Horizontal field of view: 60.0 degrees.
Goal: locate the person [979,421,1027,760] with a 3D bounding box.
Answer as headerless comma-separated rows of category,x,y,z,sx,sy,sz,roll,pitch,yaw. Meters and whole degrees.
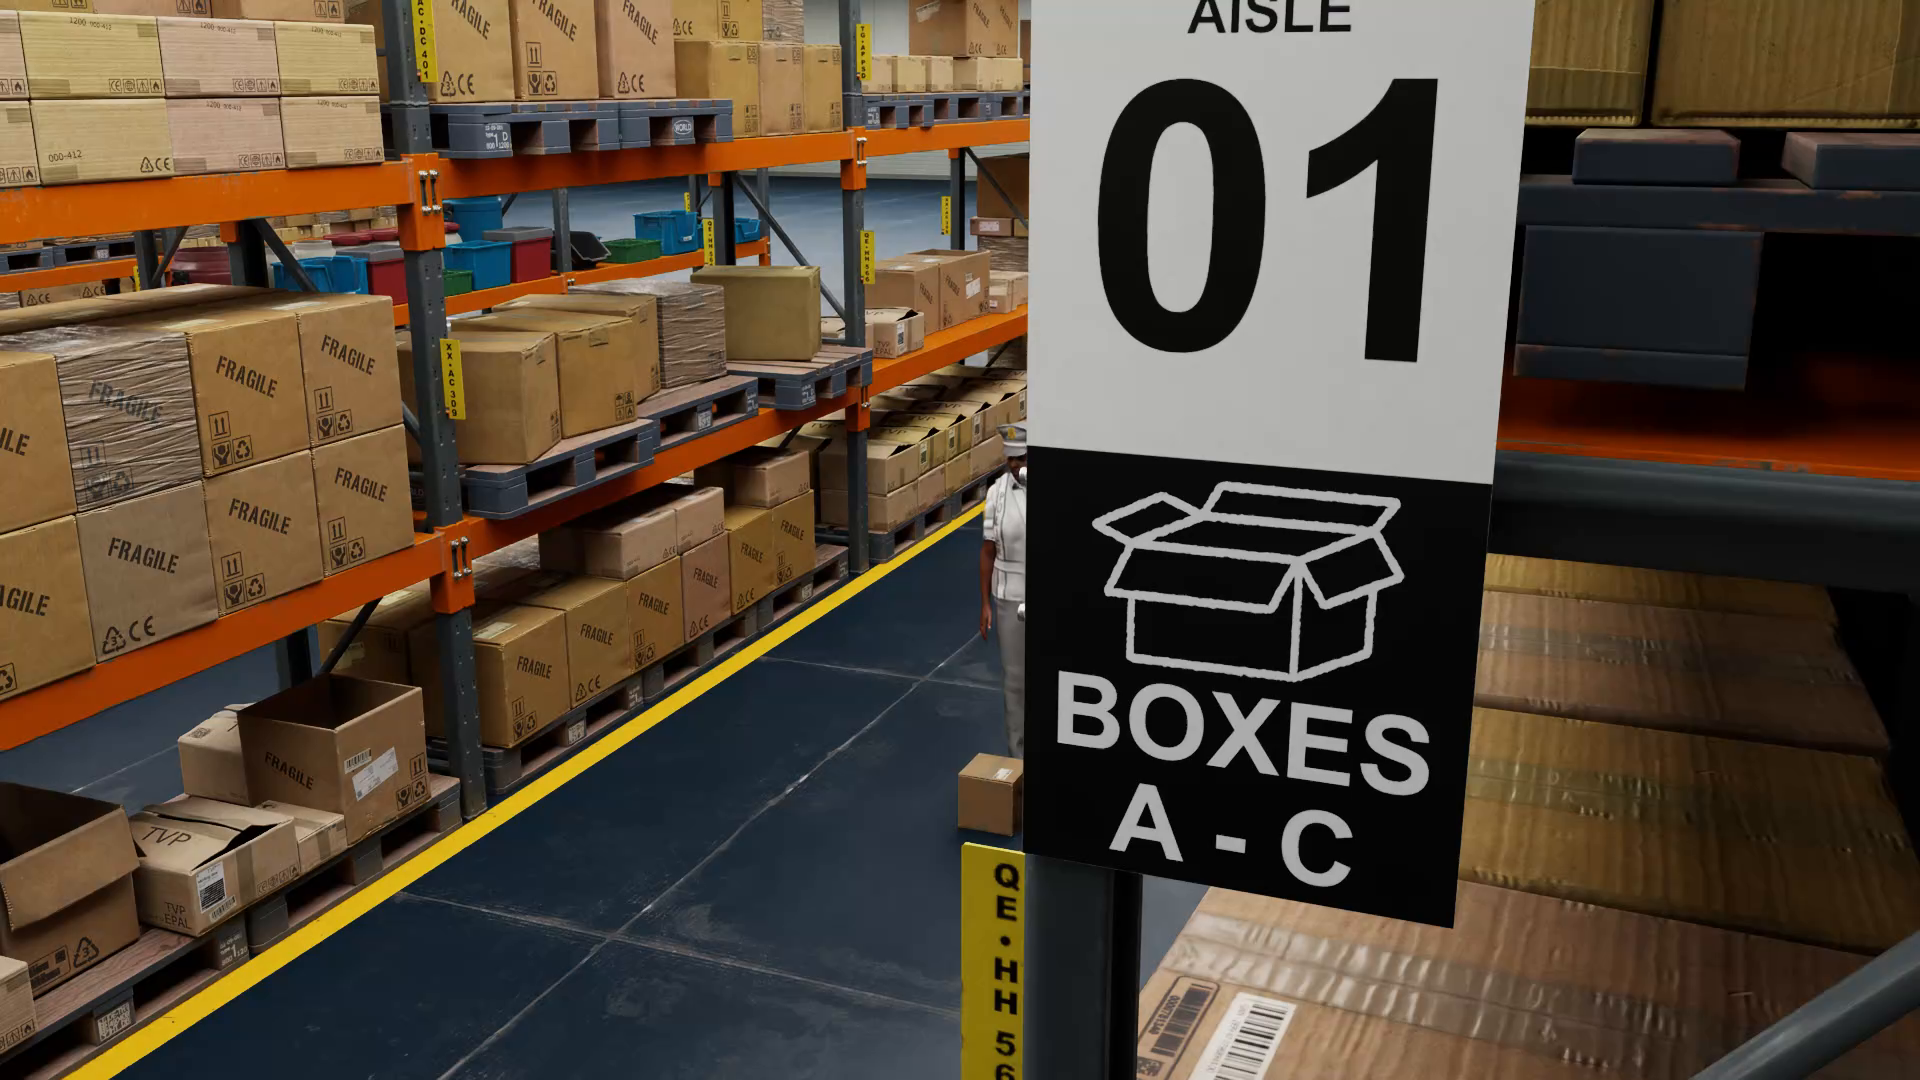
person,0.311,0.332,7.368,0.508,1.703,0.528,4,16,13
